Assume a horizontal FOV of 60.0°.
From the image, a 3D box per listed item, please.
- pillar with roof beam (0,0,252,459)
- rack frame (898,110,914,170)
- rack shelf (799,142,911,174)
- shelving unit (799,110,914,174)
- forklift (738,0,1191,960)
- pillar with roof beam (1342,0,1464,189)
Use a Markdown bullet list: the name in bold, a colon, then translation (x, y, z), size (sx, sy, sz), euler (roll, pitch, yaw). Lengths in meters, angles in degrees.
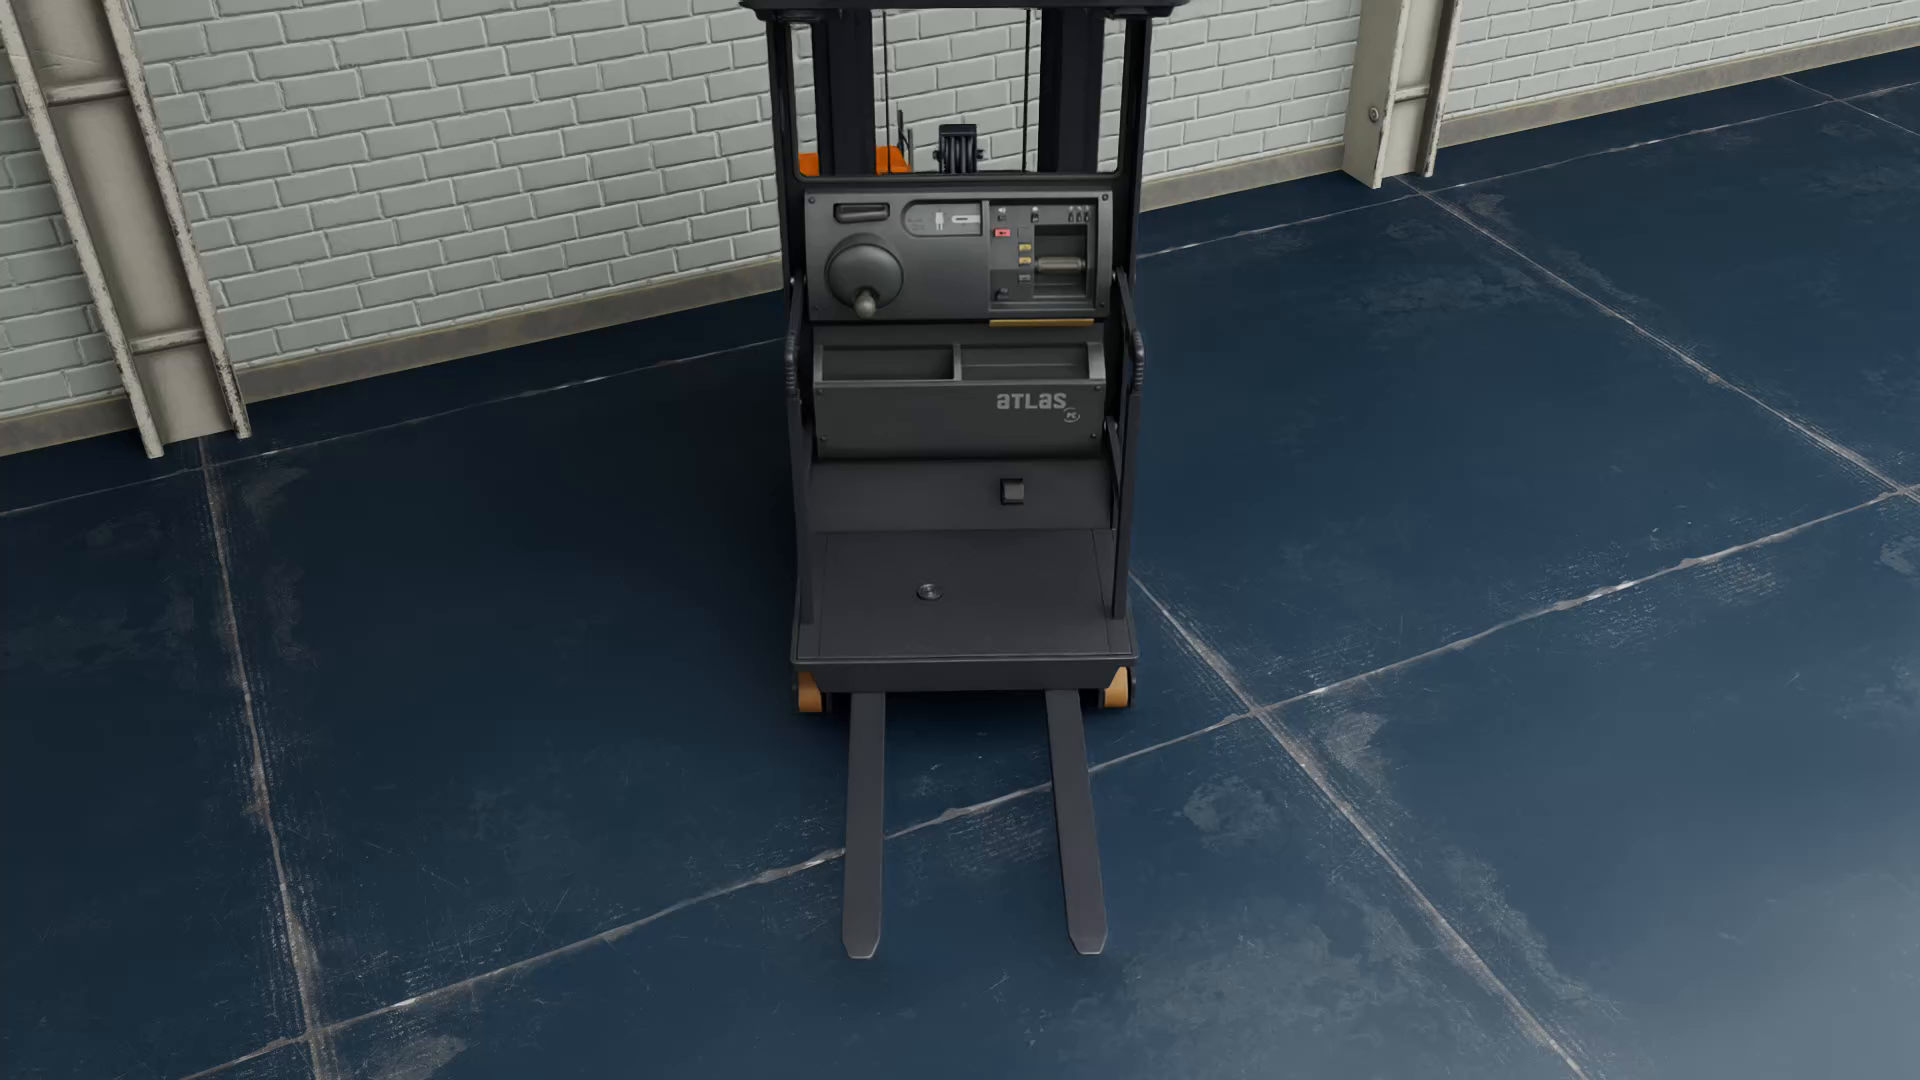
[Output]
- **pillar with roof beam**: translation (-1.321, -1.752, 1.058), size (0.400, 9.000, 9.100), euler (-16, 39, -20)
- **rack frame**: translation (-0.204, -1.119, 6.740), size (0.015, 1.200, 0.240), euler (-7, 34, -9)
- **rack shelf**: translation (-0.447, -1.417, 6.483), size (0.480, 0.148, 0.258), euler (-7, 34, -9)
- **shelving unit**: translation (-0.443, -1.089, 6.700), size (0.503, 1.200, 0.258), euler (-7, 34, -9)
- **forklift**: translation (0.004, -0.800, 4.868), size (1.130, 2.935, 3.031), euler (-1, 37, -1)
- **pillar with roof beam**: translation (4.110, -3.271, 3.106), size (0.400, 9.000, 9.100), euler (-16, 39, -20)
